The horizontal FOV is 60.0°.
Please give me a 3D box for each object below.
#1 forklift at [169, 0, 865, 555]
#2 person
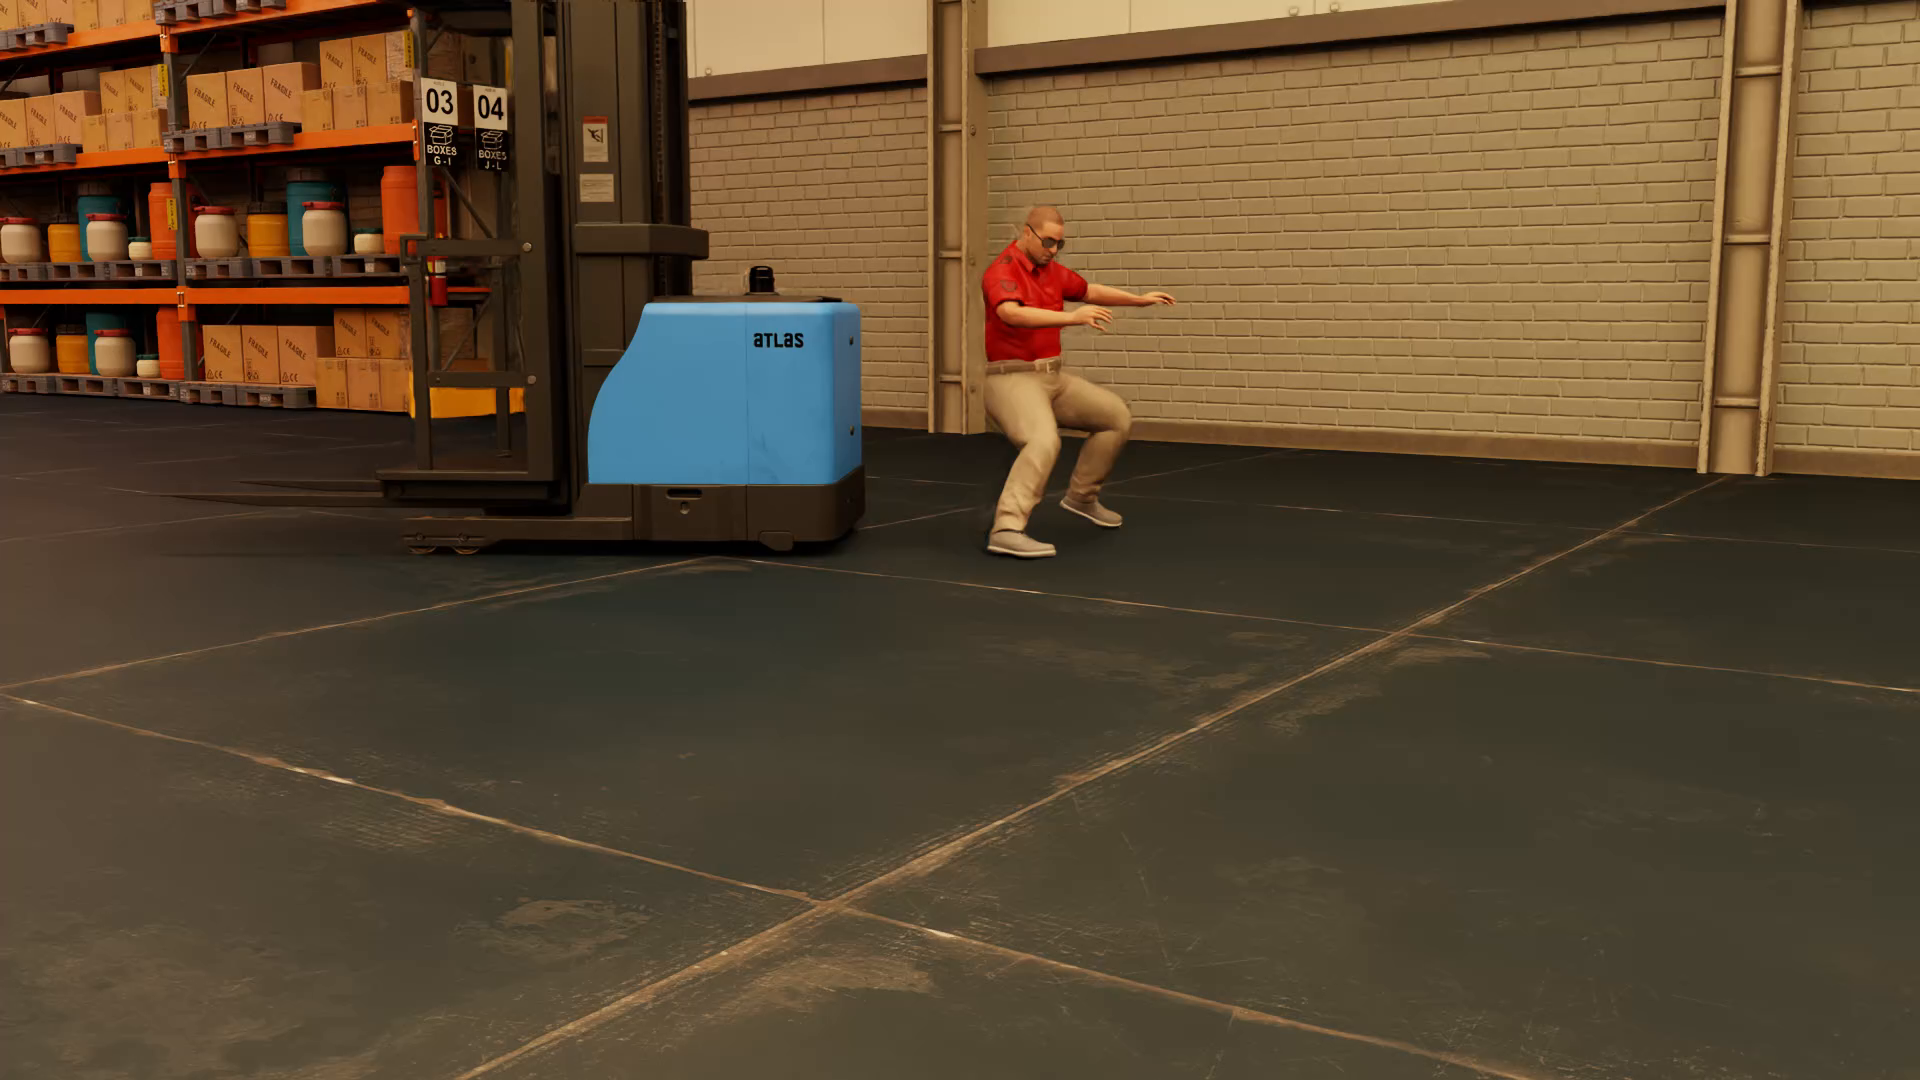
[{"bbox_3d":[-1.998,-1.461,7.465,3.031,2.935,1.130,1,8,4],"label":"forklift"},{"bbox_3d":[0.464,-0.738,7.469,0.700,1.498,1.135,6,10,37],"label":"person"}]
